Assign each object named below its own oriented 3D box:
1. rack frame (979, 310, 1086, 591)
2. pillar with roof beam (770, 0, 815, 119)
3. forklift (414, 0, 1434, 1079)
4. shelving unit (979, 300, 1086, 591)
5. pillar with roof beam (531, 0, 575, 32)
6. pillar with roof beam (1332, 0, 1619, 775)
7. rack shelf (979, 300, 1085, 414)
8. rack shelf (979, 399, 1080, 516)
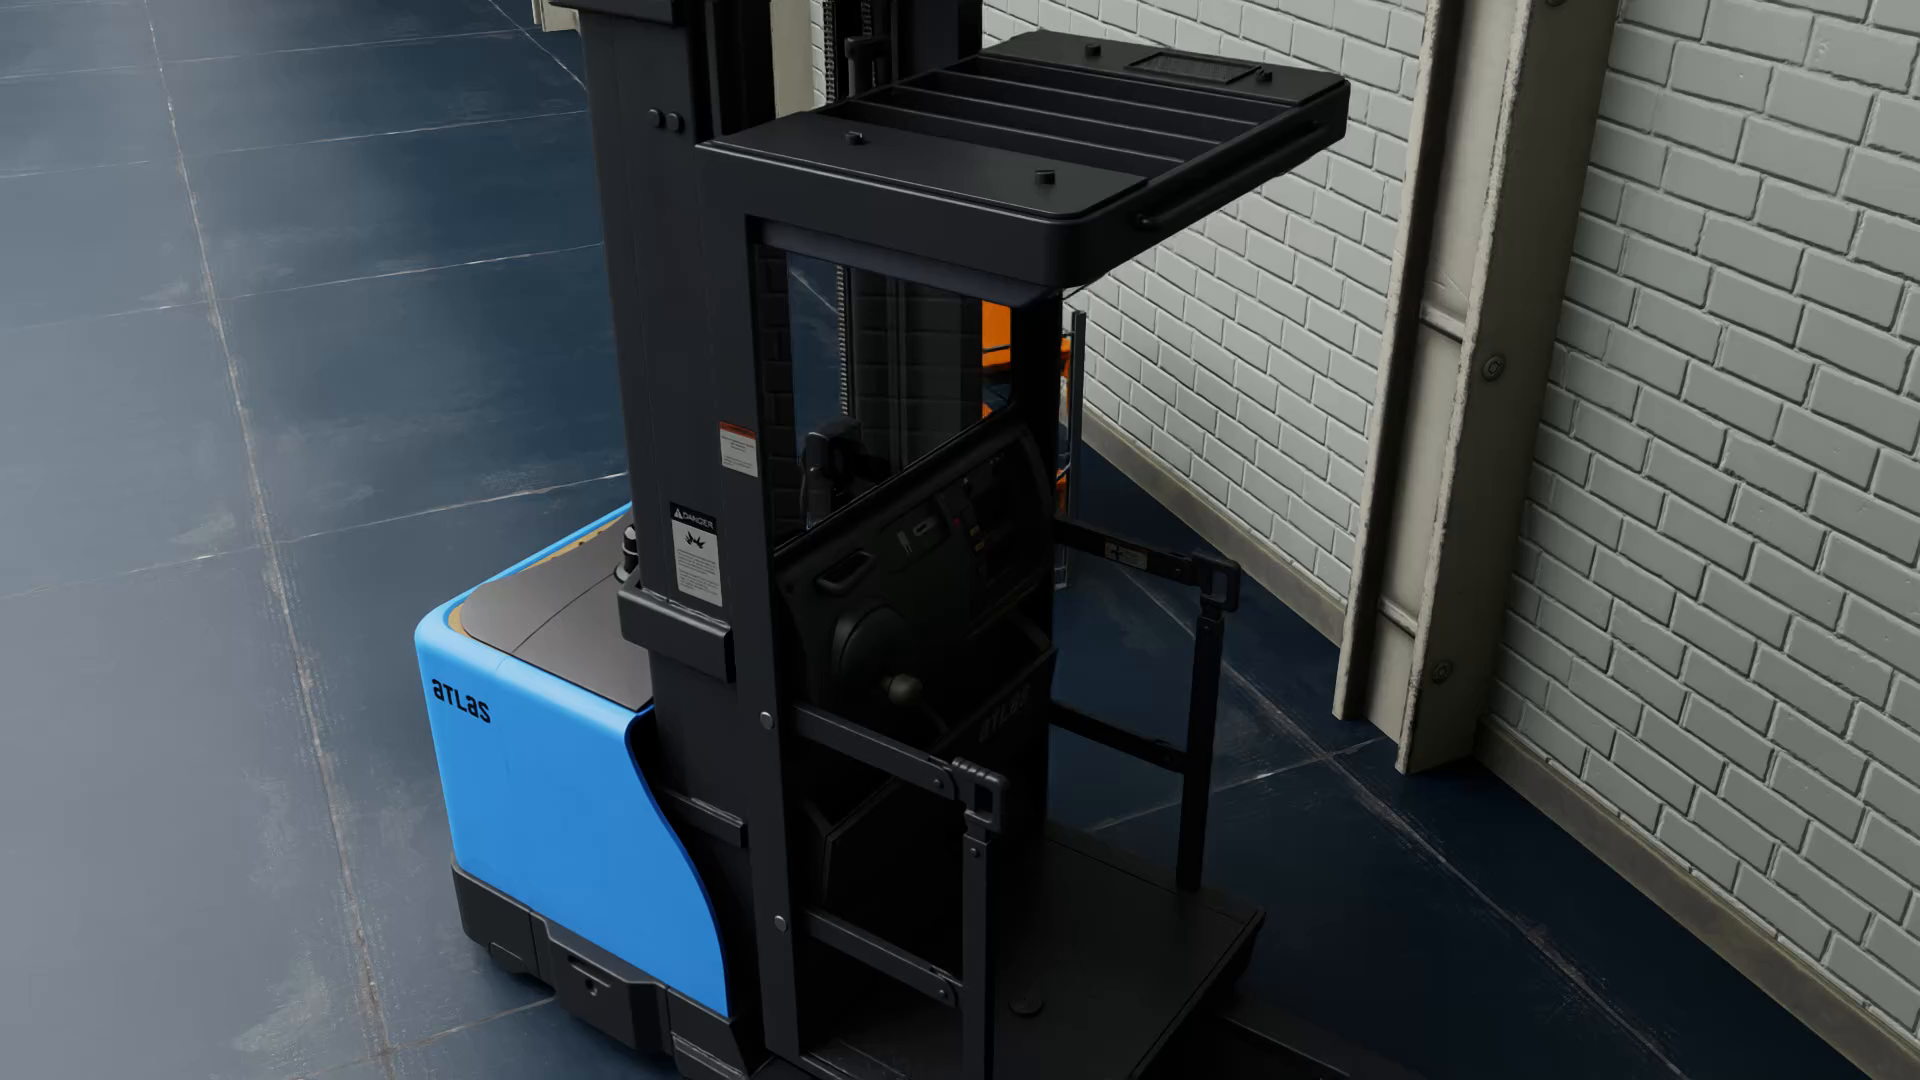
[{"bbox_3d":[0.215,-0.269,6.080,0.500,1.125,0.032,-13,32,-22],"label":"rack frame"},{"bbox_3d":[-4.969,-5.027,6.515,9.100,9.000,0.400,-13,32,-22],"label":"pillar with roof beam"},{"bbox_3d":[0.101,0.076,3.618,3.031,2.935,1.130,19,34,30],"label":"forklift"},{"bbox_3d":[-0.003,-0.494,6.480,0.538,1.125,1.048,-13,32,-22],"label":"shelving unit"},{"bbox_3d":[-7.545,-7.678,11.241,9.100,9.000,0.400,-13,32,-22],"label":"pillar with roof beam"},{"bbox_3d":[-2.393,-2.377,1.788,9.100,9.000,0.400,-13,32,-22],"label":"pillar with roof beam"},{"bbox_3d":[-0.003,-0.749,6.337,0.538,0.278,1.000,-13,32,-22],"label":"rack shelf"},{"bbox_3d":[-0.003,-0.280,6.600,0.538,0.278,1.000,-13,32,-22],"label":"rack shelf"}]
